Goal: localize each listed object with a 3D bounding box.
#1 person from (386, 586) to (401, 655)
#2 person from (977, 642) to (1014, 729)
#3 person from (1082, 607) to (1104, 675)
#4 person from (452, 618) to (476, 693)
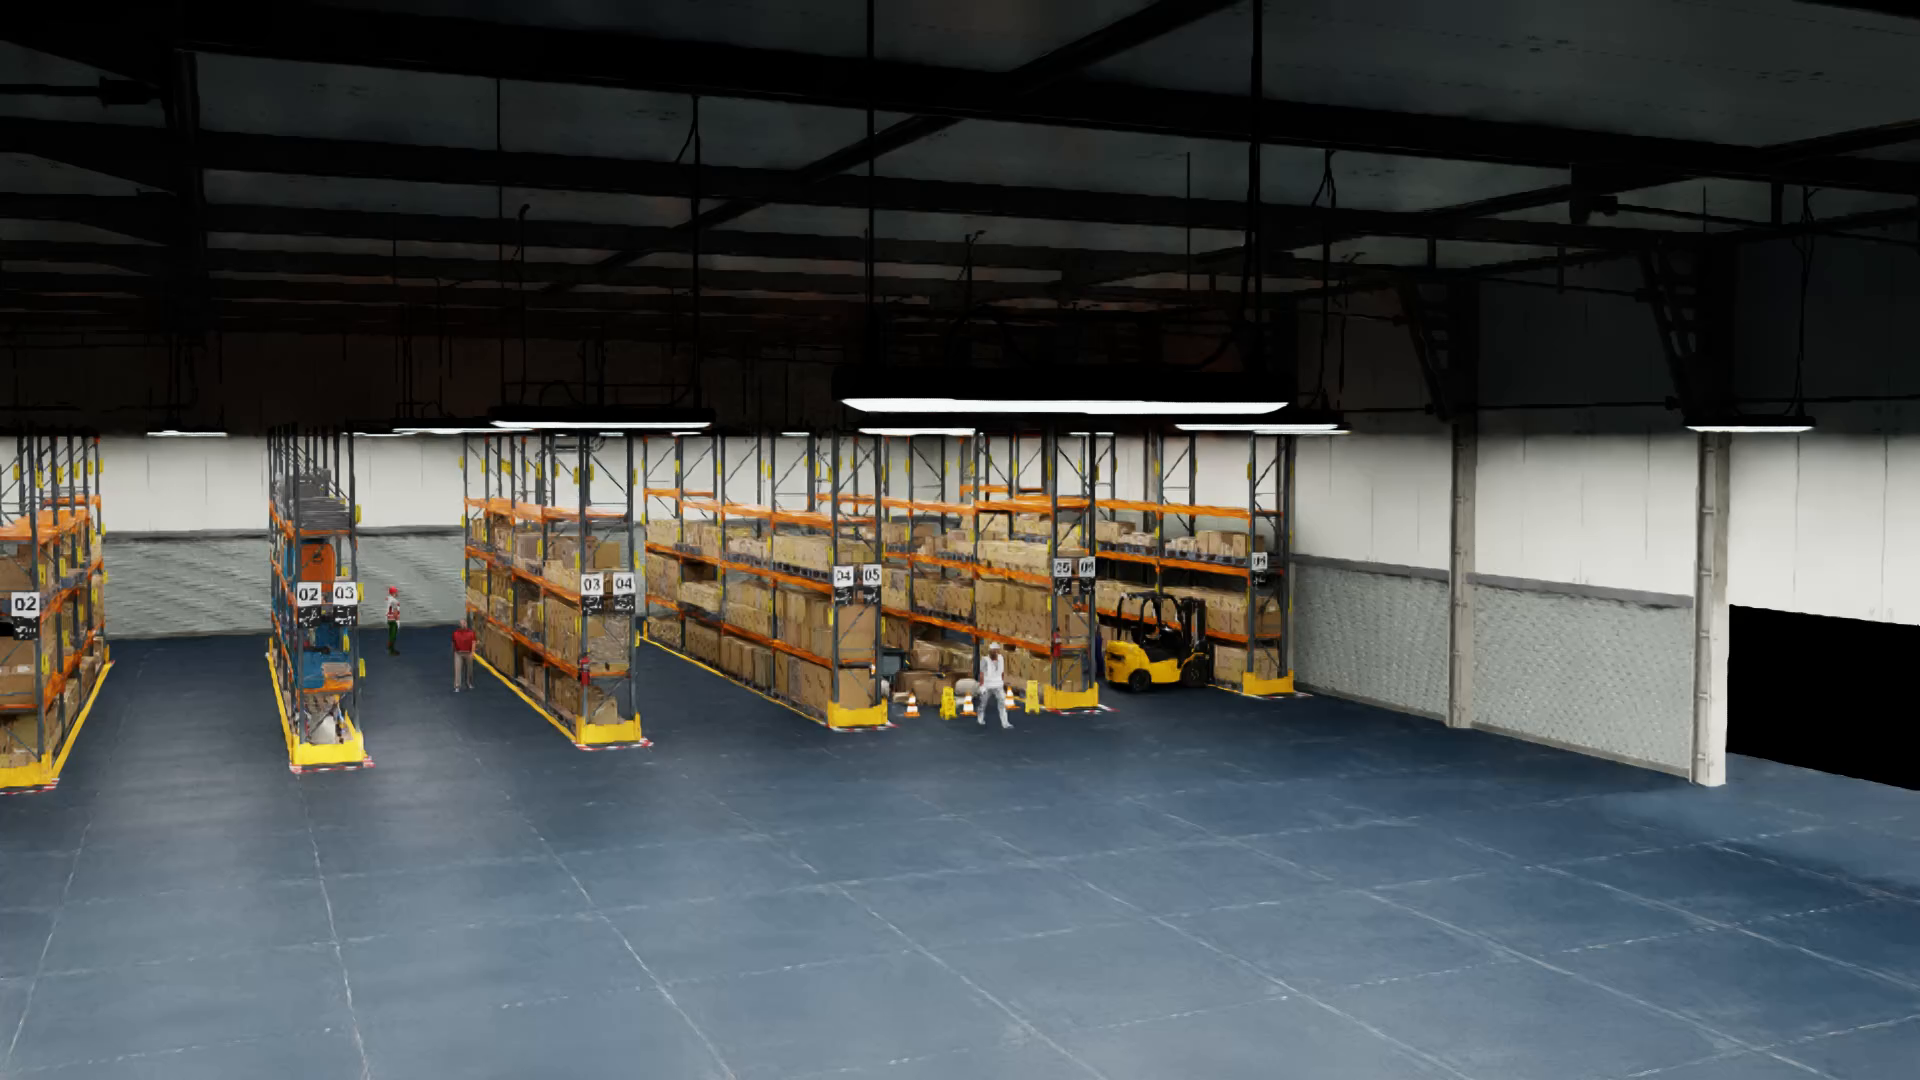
[{"bbox_3d":[-14.966,2.121,43.942,0.386,1.796,0.678,-2,4,-33],"label":"person"},{"bbox_3d":[0.649,2.853,32.808,0.566,1.704,1.122,-1,4,-22],"label":"person"},{"bbox_3d":[3.234,2.423,40.394,0.556,1.644,0.597,0,3,5],"label":"person"},{"bbox_3d":[-11.188,2.585,37.531,0.533,1.658,1.040,-1,4,-15],"label":"person"}]
